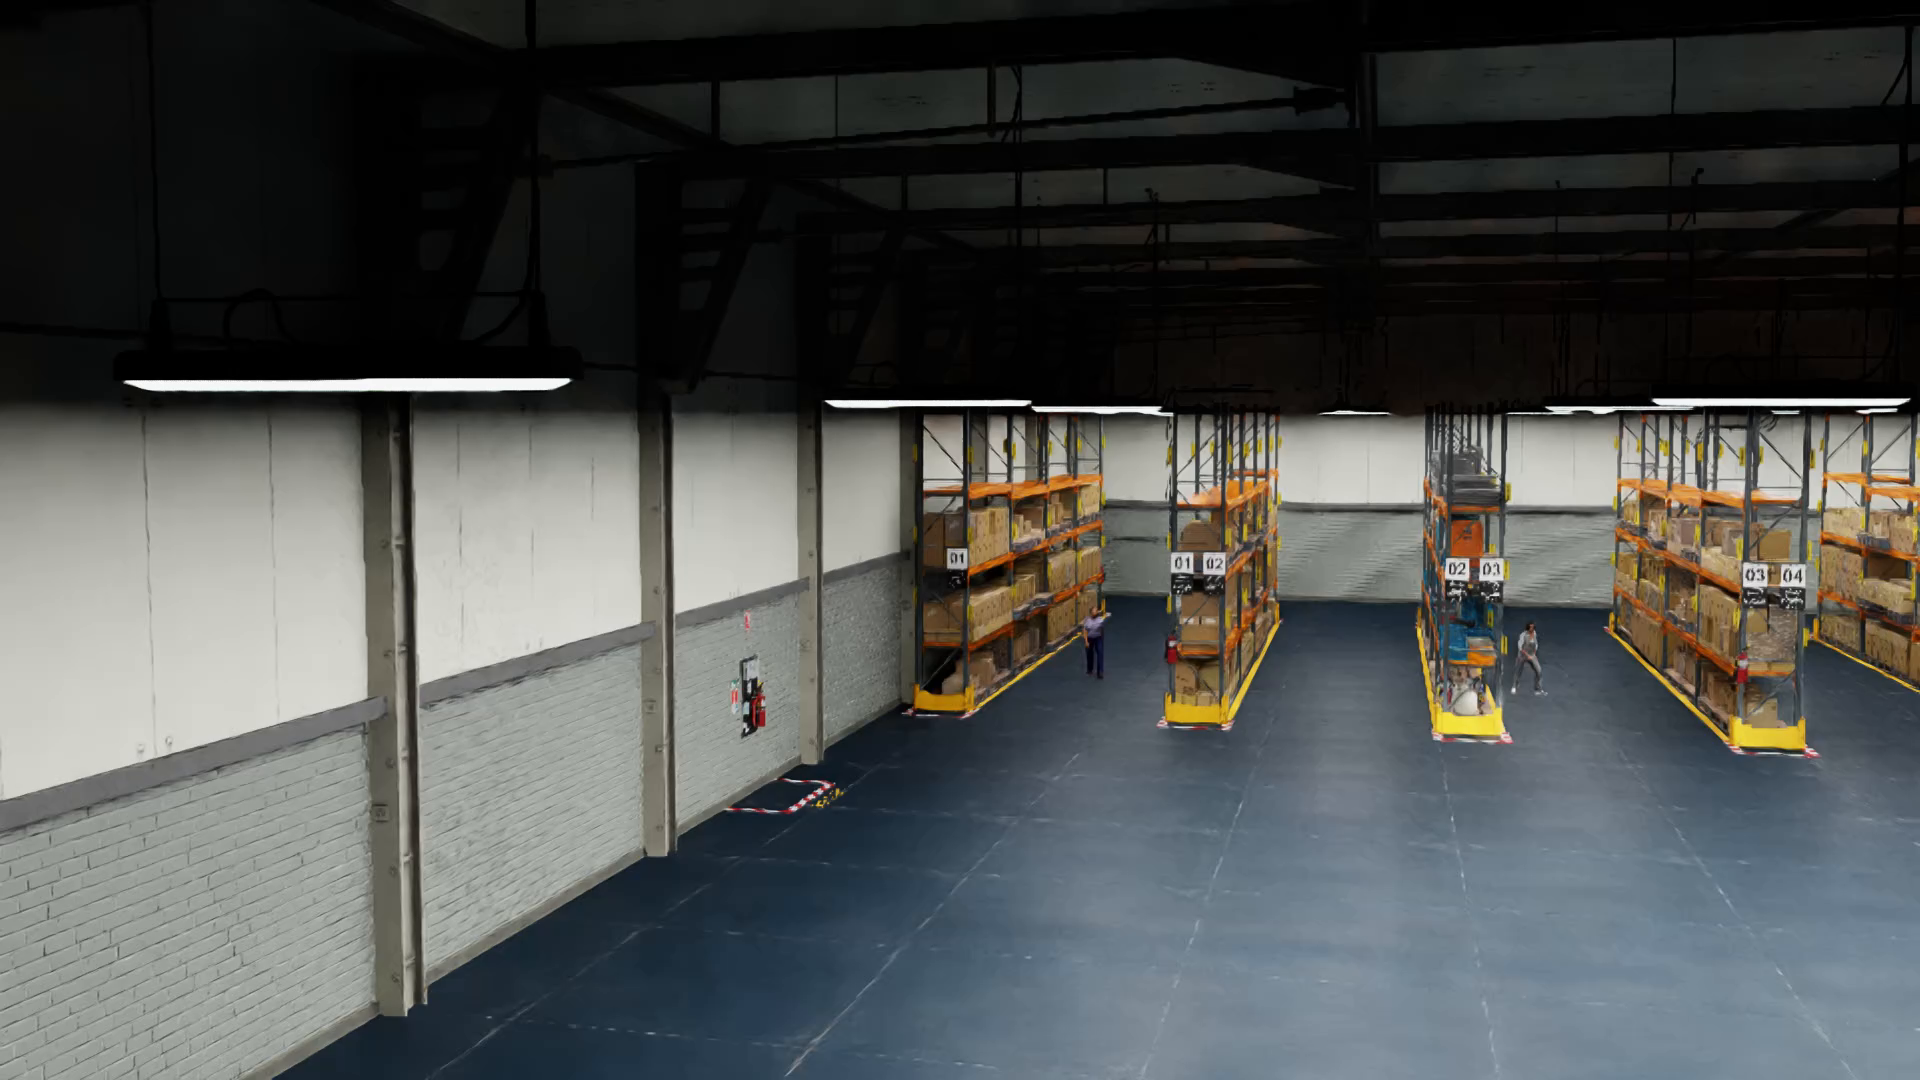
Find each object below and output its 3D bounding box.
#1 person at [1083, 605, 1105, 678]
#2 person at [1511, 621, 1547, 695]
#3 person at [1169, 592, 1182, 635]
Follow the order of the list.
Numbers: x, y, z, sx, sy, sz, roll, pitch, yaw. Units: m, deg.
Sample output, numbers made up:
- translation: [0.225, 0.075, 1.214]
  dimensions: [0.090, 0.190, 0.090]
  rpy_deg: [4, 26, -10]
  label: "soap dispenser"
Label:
- translation: [2.936, 2.222, 36.546]
  dimensions: [0.478, 1.580, 1.000]
  rpy_deg: [0, 4, 6]
  label: "person"
- translation: [11.701, 2.416, 34.280]
  dimensions: [0.562, 1.536, 0.737]
  rpy_deg: [-1, 4, -9]
  label: "person"
- translation: [5.739, 1.730, 43.178]
  dimensions: [0.639, 1.628, 0.512]
  rpy_deg: [1, 4, 13]
  label: "person"
